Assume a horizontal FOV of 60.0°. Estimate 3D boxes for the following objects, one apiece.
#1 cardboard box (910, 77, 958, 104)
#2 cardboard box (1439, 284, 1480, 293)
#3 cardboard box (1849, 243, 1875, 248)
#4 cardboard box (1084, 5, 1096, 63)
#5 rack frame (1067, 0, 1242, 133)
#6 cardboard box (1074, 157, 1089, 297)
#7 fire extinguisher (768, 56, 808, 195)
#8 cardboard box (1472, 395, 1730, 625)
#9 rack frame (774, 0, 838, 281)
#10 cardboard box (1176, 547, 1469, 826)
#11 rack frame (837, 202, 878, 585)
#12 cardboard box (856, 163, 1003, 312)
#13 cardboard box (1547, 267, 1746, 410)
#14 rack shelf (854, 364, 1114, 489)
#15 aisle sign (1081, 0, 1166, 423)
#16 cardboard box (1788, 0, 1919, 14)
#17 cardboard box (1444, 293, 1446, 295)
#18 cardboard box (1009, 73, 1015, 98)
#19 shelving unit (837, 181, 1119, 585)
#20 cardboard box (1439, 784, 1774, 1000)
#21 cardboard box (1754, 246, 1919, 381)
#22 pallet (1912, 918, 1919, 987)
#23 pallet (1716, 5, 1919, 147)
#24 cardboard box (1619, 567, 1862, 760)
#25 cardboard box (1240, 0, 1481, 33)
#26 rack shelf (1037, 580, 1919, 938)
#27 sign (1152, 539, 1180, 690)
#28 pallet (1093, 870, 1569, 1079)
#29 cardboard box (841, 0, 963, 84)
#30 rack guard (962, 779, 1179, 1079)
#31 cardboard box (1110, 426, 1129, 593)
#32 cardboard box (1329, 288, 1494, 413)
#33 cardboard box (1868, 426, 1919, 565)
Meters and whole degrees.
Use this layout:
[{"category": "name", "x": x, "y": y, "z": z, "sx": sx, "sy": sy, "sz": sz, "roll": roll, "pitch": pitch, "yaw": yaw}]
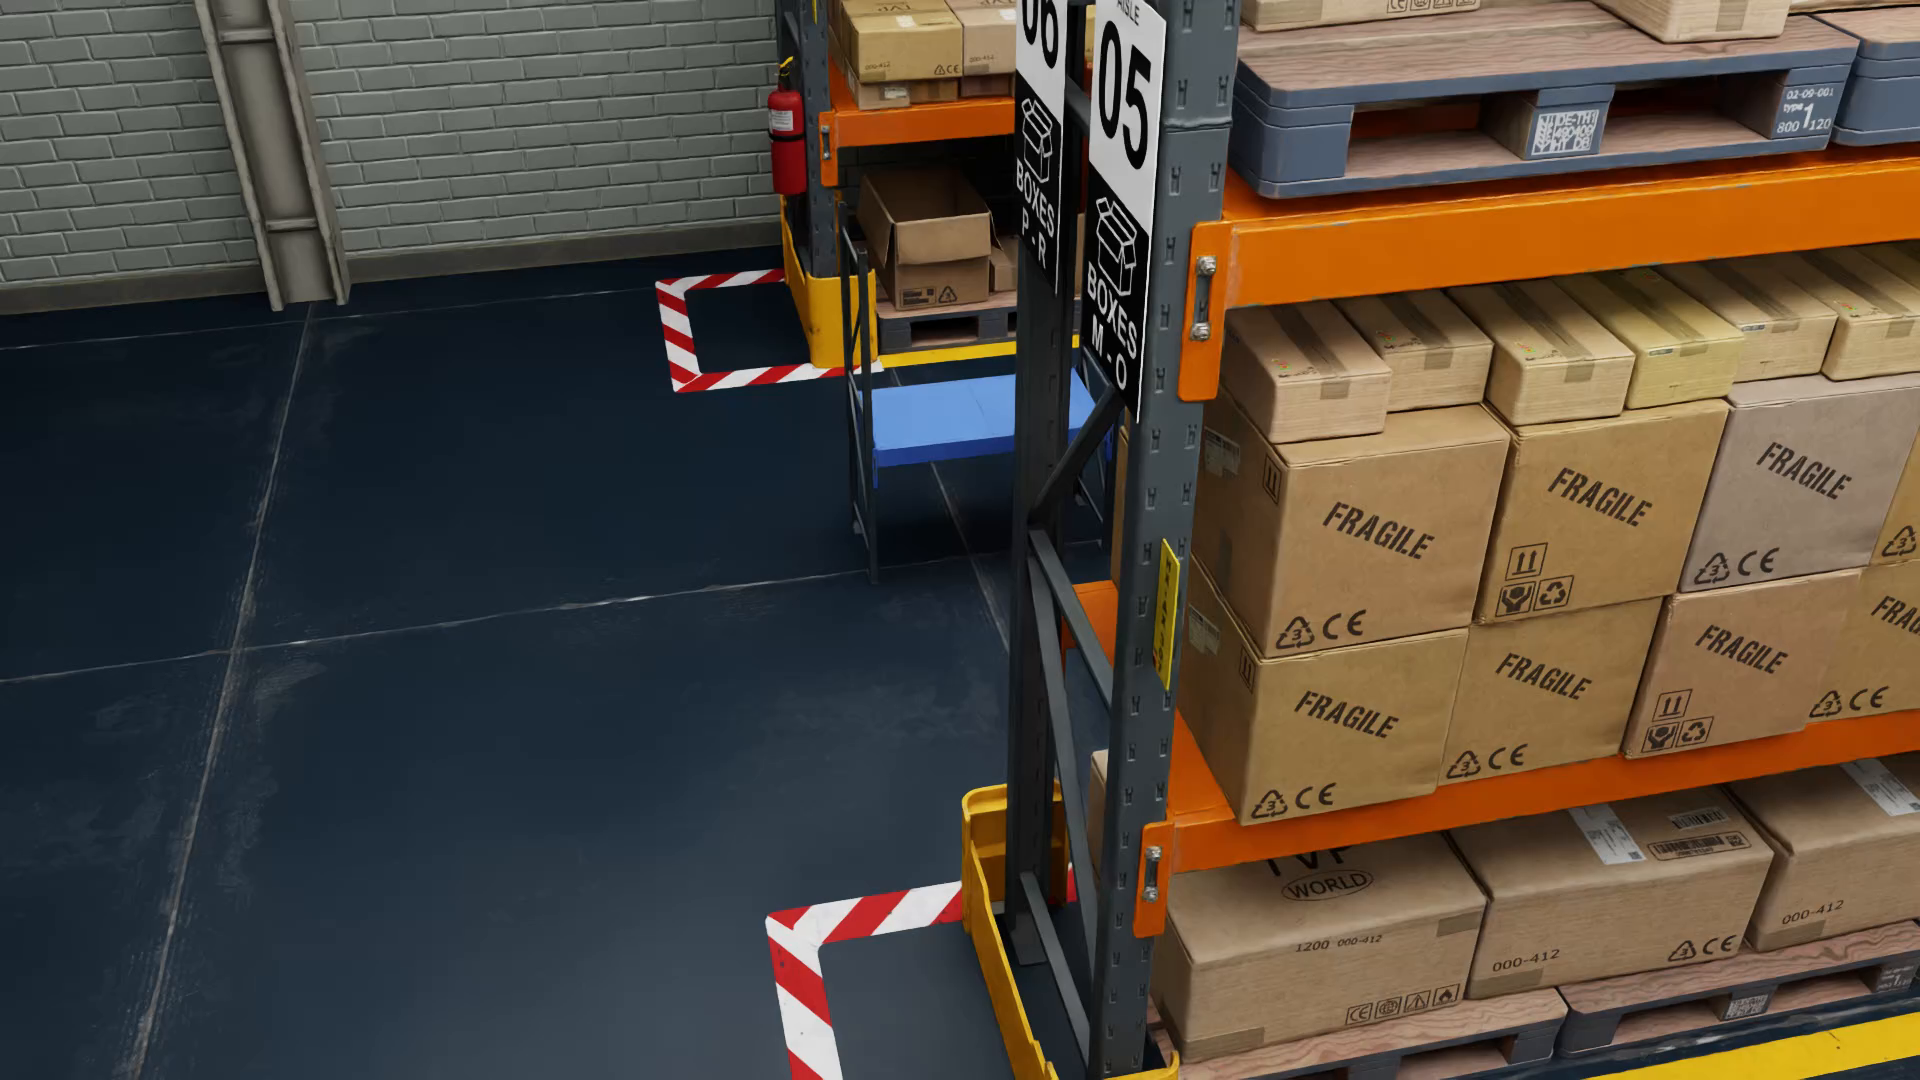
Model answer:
[{"category": "cardboard box", "x": -0.167, "y": -2.293, "z": 8.200, "sx": 0.250, "sy": 0.149, "sz": 0.380, "roll": -6, "pitch": 34, "yaw": -9}, {"category": "cardboard box", "x": 1.094, "y": -0.753, "z": 4.111, "sx": 0.250, "sy": 0.149, "sz": 0.380, "roll": -8, "pitch": 35, "yaw": -11}, {"category": "cardboard box", "x": 2.111, "y": -0.840, "z": 4.240, "sx": 0.250, "sy": 0.149, "sz": 0.380, "roll": -6, "pitch": 34, "yaw": -9}, {"category": "cardboard box", "x": 0.702, "y": -2.546, "z": 8.220, "sx": 0.500, "sy": 0.250, "sz": 0.500, "roll": -8, "pitch": 35, "yaw": -11}, {"category": "rack frame", "x": 0.313, "y": -2.243, "z": 2.517, "sx": 0.127, "sy": 3.000, "sz": 1.000, "roll": -7, "pitch": 35, "yaw": -11}, {"category": "cardboard box", "x": 0.674, "y": -1.693, "z": 8.948, "sx": 0.500, "sy": 0.500, "sz": 0.700, "roll": -6, "pitch": 34, "yaw": -9}, {"category": "fire extinguisher", "x": -0.827, "y": -1.993, "z": 7.932, "sx": 0.183, "sy": 0.674, "sz": 0.296, "roll": -7, "pitch": 35, "yaw": -11}, {"category": "cardboard box", "x": 1.346, "y": -0.180, "z": 3.840, "sx": 0.500, "sy": 0.500, "sz": 0.500, "roll": -8, "pitch": 35, "yaw": -12}, {"category": "rack frame", "x": -0.786, "y": -2.449, "z": 8.208, "sx": 0.127, "sy": 3.000, "sz": 1.000, "roll": -7, "pitch": 35, "yaw": -11}, {"category": "cardboard box", "x": 0.844, "y": 0.303, "z": 4.016, "sx": 0.500, "sy": 0.500, "sz": 0.500, "roll": -7, "pitch": 35, "yaw": -11}, {"category": "rack frame", "x": -0.413, "y": -0.571, "z": 6.755, "sx": 0.032, "sy": 1.500, "sz": 0.500, "roll": -7, "pitch": 35, "yaw": -11}, {"category": "cardboard box", "x": -0.168, "y": -1.611, "z": 8.822, "sx": 0.637, "sy": 0.503, "sz": 0.797, "roll": -9, "pitch": 35, "yaw": -12}, {"category": "cardboard box", "x": 1.492, "y": -0.454, "z": 3.665, "sx": 0.250, "sy": 0.149, "sz": 0.380, "roll": -8, "pitch": 35, "yaw": -12}, {"category": "rack shelf", "x": 0.083, "y": -0.484, "z": 6.948, "sx": 1.000, "sy": 0.185, "sz": 0.538, "roll": -7, "pitch": 35, "yaw": -11}, {"category": "aisle sign", "x": 0.307, "y": -0.665, "z": 3.216, "sx": 0.004, "sy": 0.787, "sz": 0.394, "roll": -7, "pitch": 35, "yaw": -11}, {"category": "cardboard box", "x": 1.784, "y": -1.333, "z": 3.467, "sx": 0.500, "sy": 0.311, "sz": 0.500, "roll": -7, "pitch": 34, "yaw": -10}, {"category": "cardboard box", "x": 1.234, "y": -0.478, "z": 4.283, "sx": 0.500, "sy": 0.500, "sz": 0.500, "roll": -7, "pitch": 35, "yaw": -10}, {"category": "cardboard box", "x": 0.342, "y": -2.342, "z": 8.273, "sx": 0.250, "sy": 0.149, "sz": 0.380, "roll": -6, "pitch": 34, "yaw": -9}, {"category": "shelving unit", "x": 0.083, "y": -0.633, "z": 6.848, "sx": 1.048, "sy": 1.500, "sz": 0.538, "roll": -7, "pitch": 35, "yaw": -11}, {"category": "cardboard box", "x": 1.825, "y": 0.885, "z": 5.162, "sx": 0.875, "sy": 0.438, "sz": 0.875, "roll": -6, "pitch": 34, "yaw": -9}, {"category": "cardboard box", "x": 1.989, "y": -0.523, "z": 3.768, "sx": 0.250, "sy": 0.149, "sz": 0.380, "roll": -7, "pitch": 34, "yaw": -10}, {"category": "pallet", "x": 3.455, "y": 0.965, "z": 5.623, "sx": 1.213, "sy": 0.211, "sz": 1.003, "roll": -7, "pitch": 35, "yaw": -11}, {"category": "pallet", "x": 2.227, "y": -1.210, "z": 3.748, "sx": 1.213, "sy": 0.211, "sz": 1.003, "roll": -7, "pitch": 35, "yaw": -11}, {"category": "cardboard box", "x": 1.832, "y": 0.173, "z": 4.210, "sx": 0.500, "sy": 0.500, "sz": 0.500, "roll": -7, "pitch": 35, "yaw": -11}, {"category": "cardboard box", "x": 0.732, "y": -1.255, "z": 3.405, "sx": 0.500, "sy": 0.250, "sz": 0.500, "roll": -10, "pitch": 35, "yaw": -15}, {"category": "rack shelf", "x": 2.264, "y": 0.301, "z": 4.756, "sx": 4.000, "sy": 0.370, "sz": 1.077, "roll": -7, "pitch": 35, "yaw": -11}, {"category": "sign", "x": 0.430, "y": 0.158, "z": 3.475, "sx": 0.005, "sy": 0.325, "sz": 0.100, "roll": -7, "pitch": 35, "yaw": -11}, {"category": "pallet", "x": 1.076, "y": 1.265, "z": 5.176, "sx": 1.213, "sy": 0.211, "sz": 1.003, "roll": -7, "pitch": 35, "yaw": -11}, {"category": "cardboard box", "x": -0.284, "y": -2.420, "z": 8.032, "sx": 0.500, "sy": 0.250, "sz": 0.500, "roll": -7, "pitch": 34, "yaw": -10}, {"category": "rack guard", "x": 0.289, "y": 1.289, "z": 4.881, "sx": 0.348, "sy": 0.500, "sz": 1.175, "roll": -7, "pitch": 35, "yaw": -11}, {"category": "cardboard box", "x": 0.725, "y": 0.003, "z": 4.464, "sx": 0.500, "sy": 0.500, "sz": 0.500, "roll": -7, "pitch": 34, "yaw": -10}, {"category": "cardboard box", "x": 0.960, "y": -0.442, "z": 3.648, "sx": 0.250, "sy": 0.149, "sz": 0.380, "roll": -6, "pitch": 34, "yaw": -9}, {"category": "cardboard box", "x": 2.333, "y": -0.310, "z": 4.032, "sx": 0.500, "sy": 0.500, "sz": 0.500, "roll": -7, "pitch": 35, "yaw": -10}]
